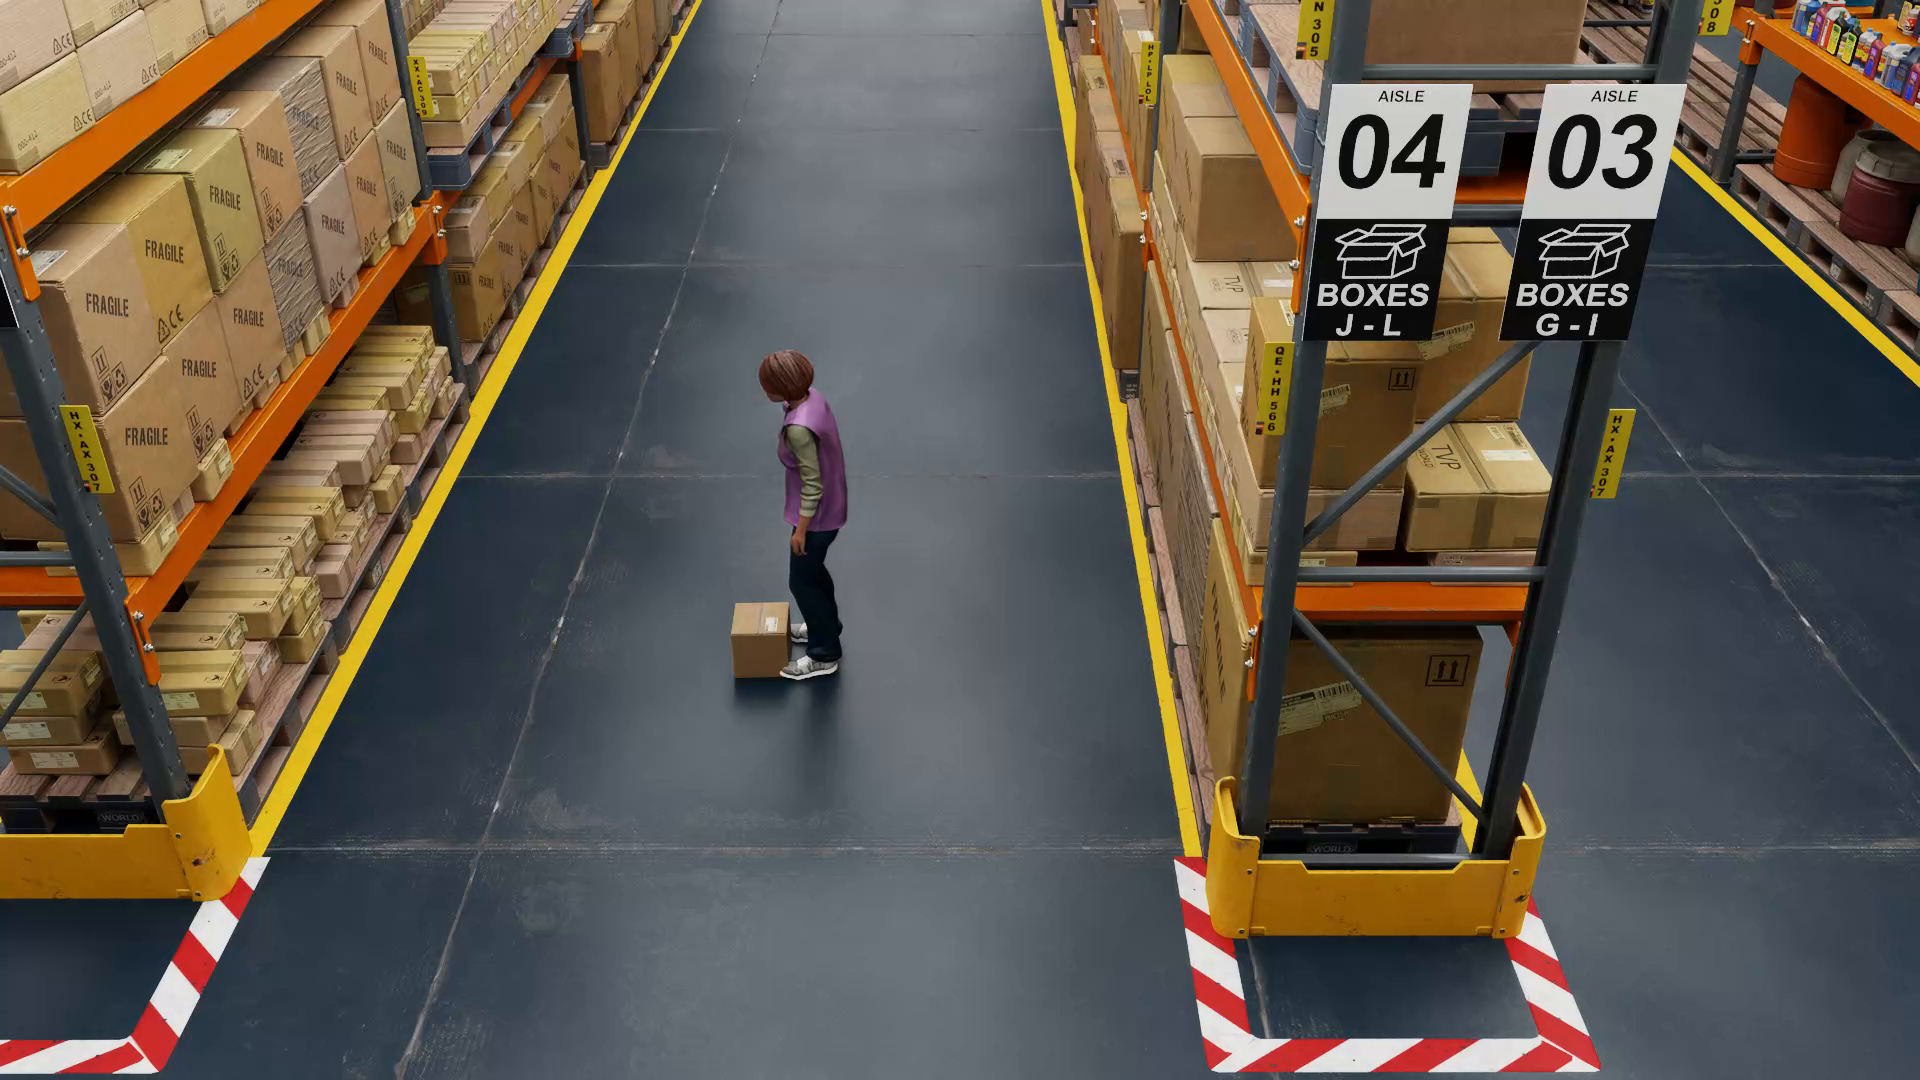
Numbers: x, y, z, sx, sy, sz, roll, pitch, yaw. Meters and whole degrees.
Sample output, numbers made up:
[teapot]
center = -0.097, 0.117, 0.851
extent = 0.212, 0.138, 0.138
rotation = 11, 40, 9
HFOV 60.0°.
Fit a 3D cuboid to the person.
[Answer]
[person]
center = -0.666, -0.116, 7.333
extent = 0.344, 1.591, 0.461
rotation = -1, 32, -2
